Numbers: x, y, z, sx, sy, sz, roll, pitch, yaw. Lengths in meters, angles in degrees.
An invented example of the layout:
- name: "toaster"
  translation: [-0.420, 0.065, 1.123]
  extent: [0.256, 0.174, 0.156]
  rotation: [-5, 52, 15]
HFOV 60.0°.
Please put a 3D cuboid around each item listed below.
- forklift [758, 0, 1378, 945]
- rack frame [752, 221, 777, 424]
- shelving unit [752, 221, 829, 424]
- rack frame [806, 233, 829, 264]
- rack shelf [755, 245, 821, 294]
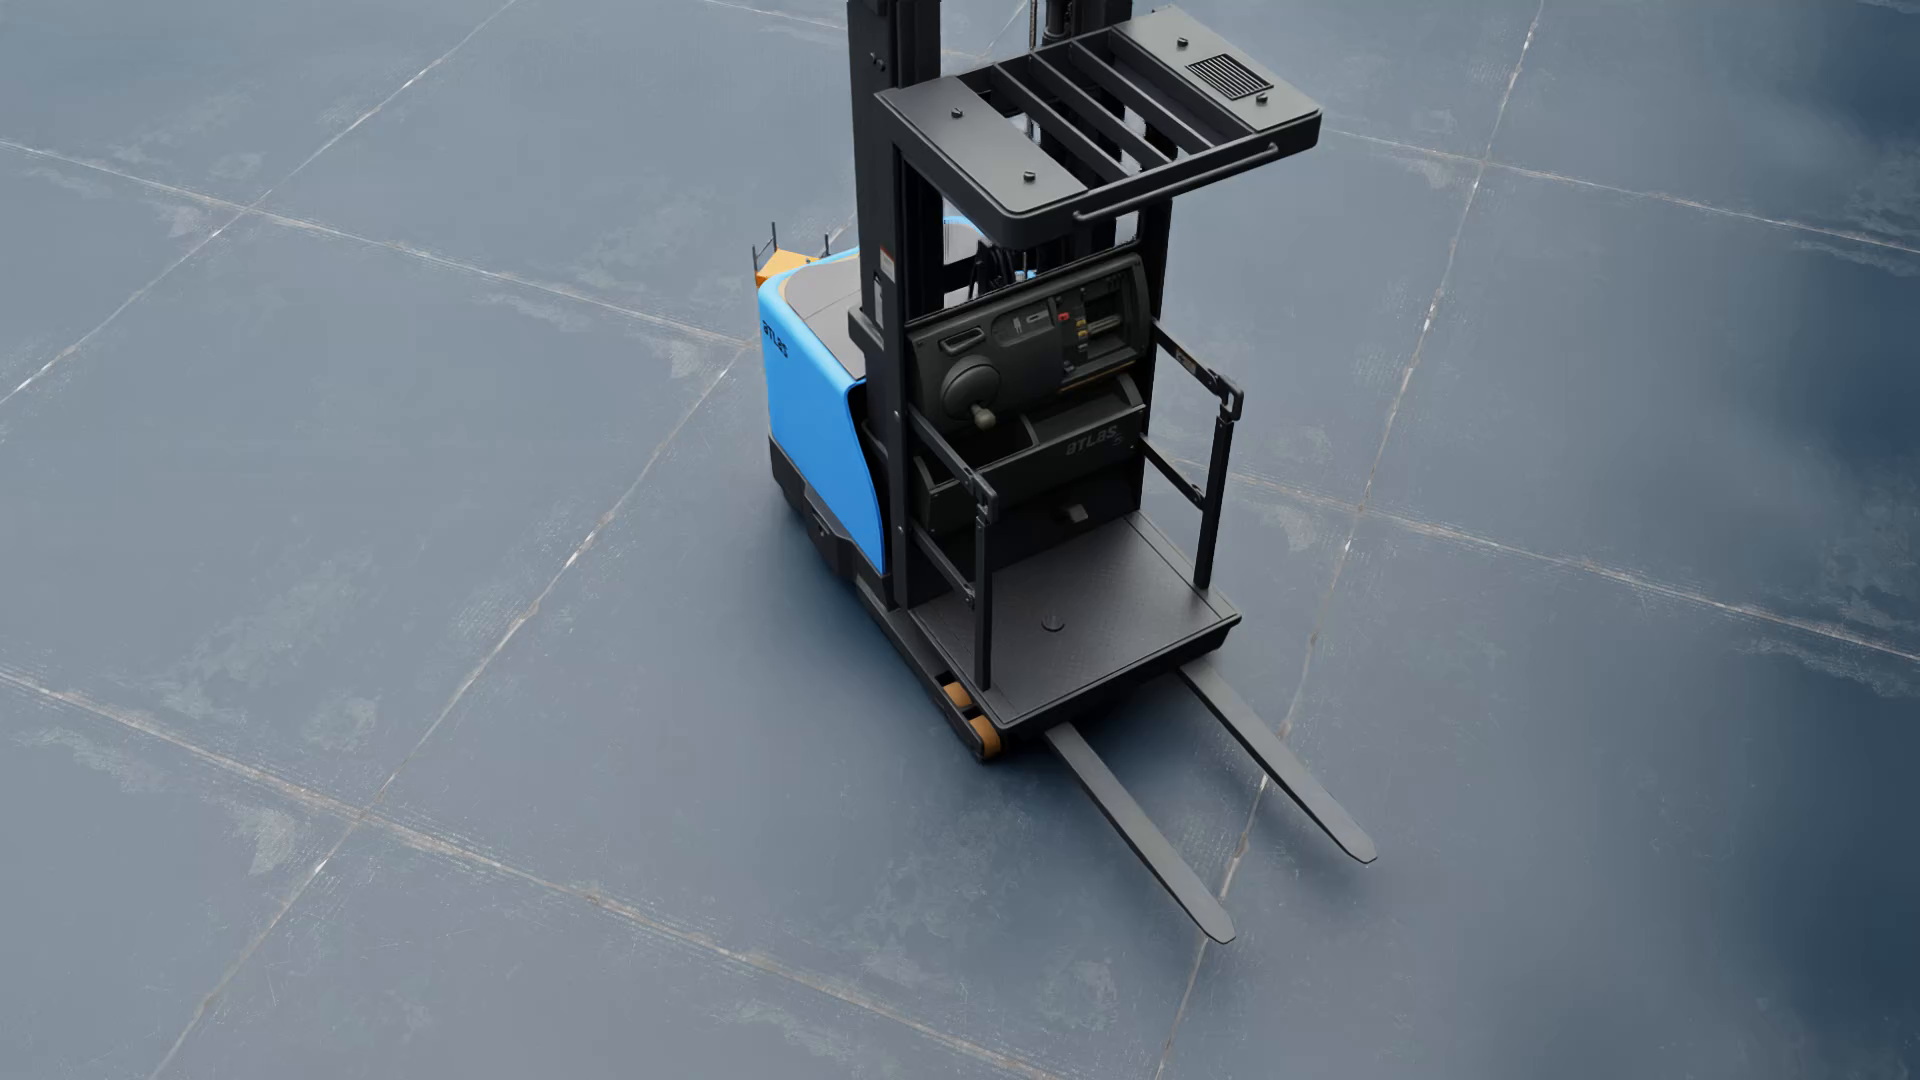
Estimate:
- name: "forklift"
  translation: [0.368, -0.593, 5.607]
  extent: [1.130, 2.935, 3.031]
  rotation: [-23, 49, -21]
- name: "rack frame"
  translation: [-0.813, -0.895, 7.244]
  extent: [0.008, 1.050, 0.200]
  rotation: [16, 47, 15]
- name: "shelving unit"
  translation: [-0.700, -0.864, 7.212]
  extent: [0.252, 1.050, 0.215]
  rotation: [16, 47, 15]
- name: "rack frame"
  translation: [-0.586, -0.832, 7.181]
  extent: [0.008, 1.050, 0.200]
  rotation: [16, 47, 15]
- name: "rack shelf"
  translation: [-0.700, -1.057, 7.020]
  extent: [0.240, 0.259, 0.215]
  rotation: [16, 47, 15]
